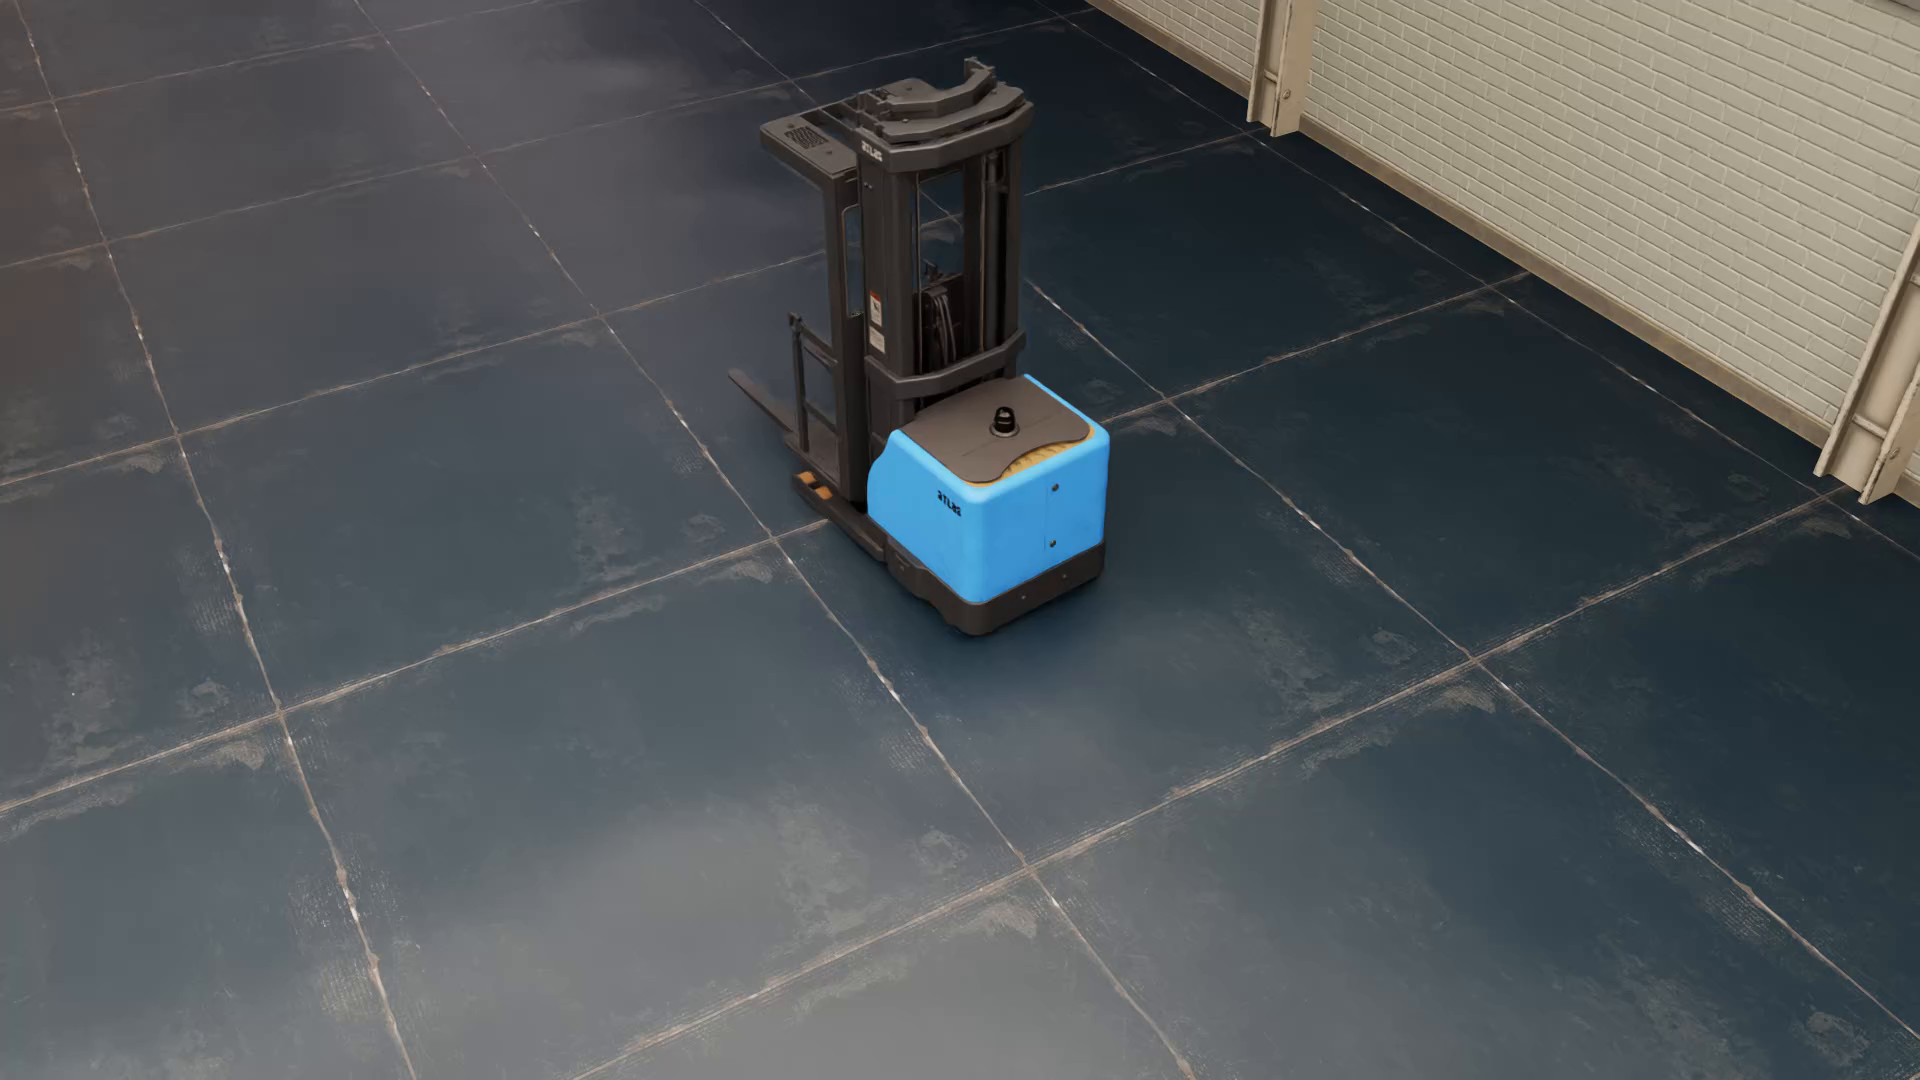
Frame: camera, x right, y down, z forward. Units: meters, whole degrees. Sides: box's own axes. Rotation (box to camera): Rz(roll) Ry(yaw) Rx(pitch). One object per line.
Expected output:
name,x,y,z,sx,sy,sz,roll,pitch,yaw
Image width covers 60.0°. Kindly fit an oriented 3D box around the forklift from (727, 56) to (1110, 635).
forklift,-0.421,-1.471,9.809,1.130,2.935,3.031,-26,46,-28
